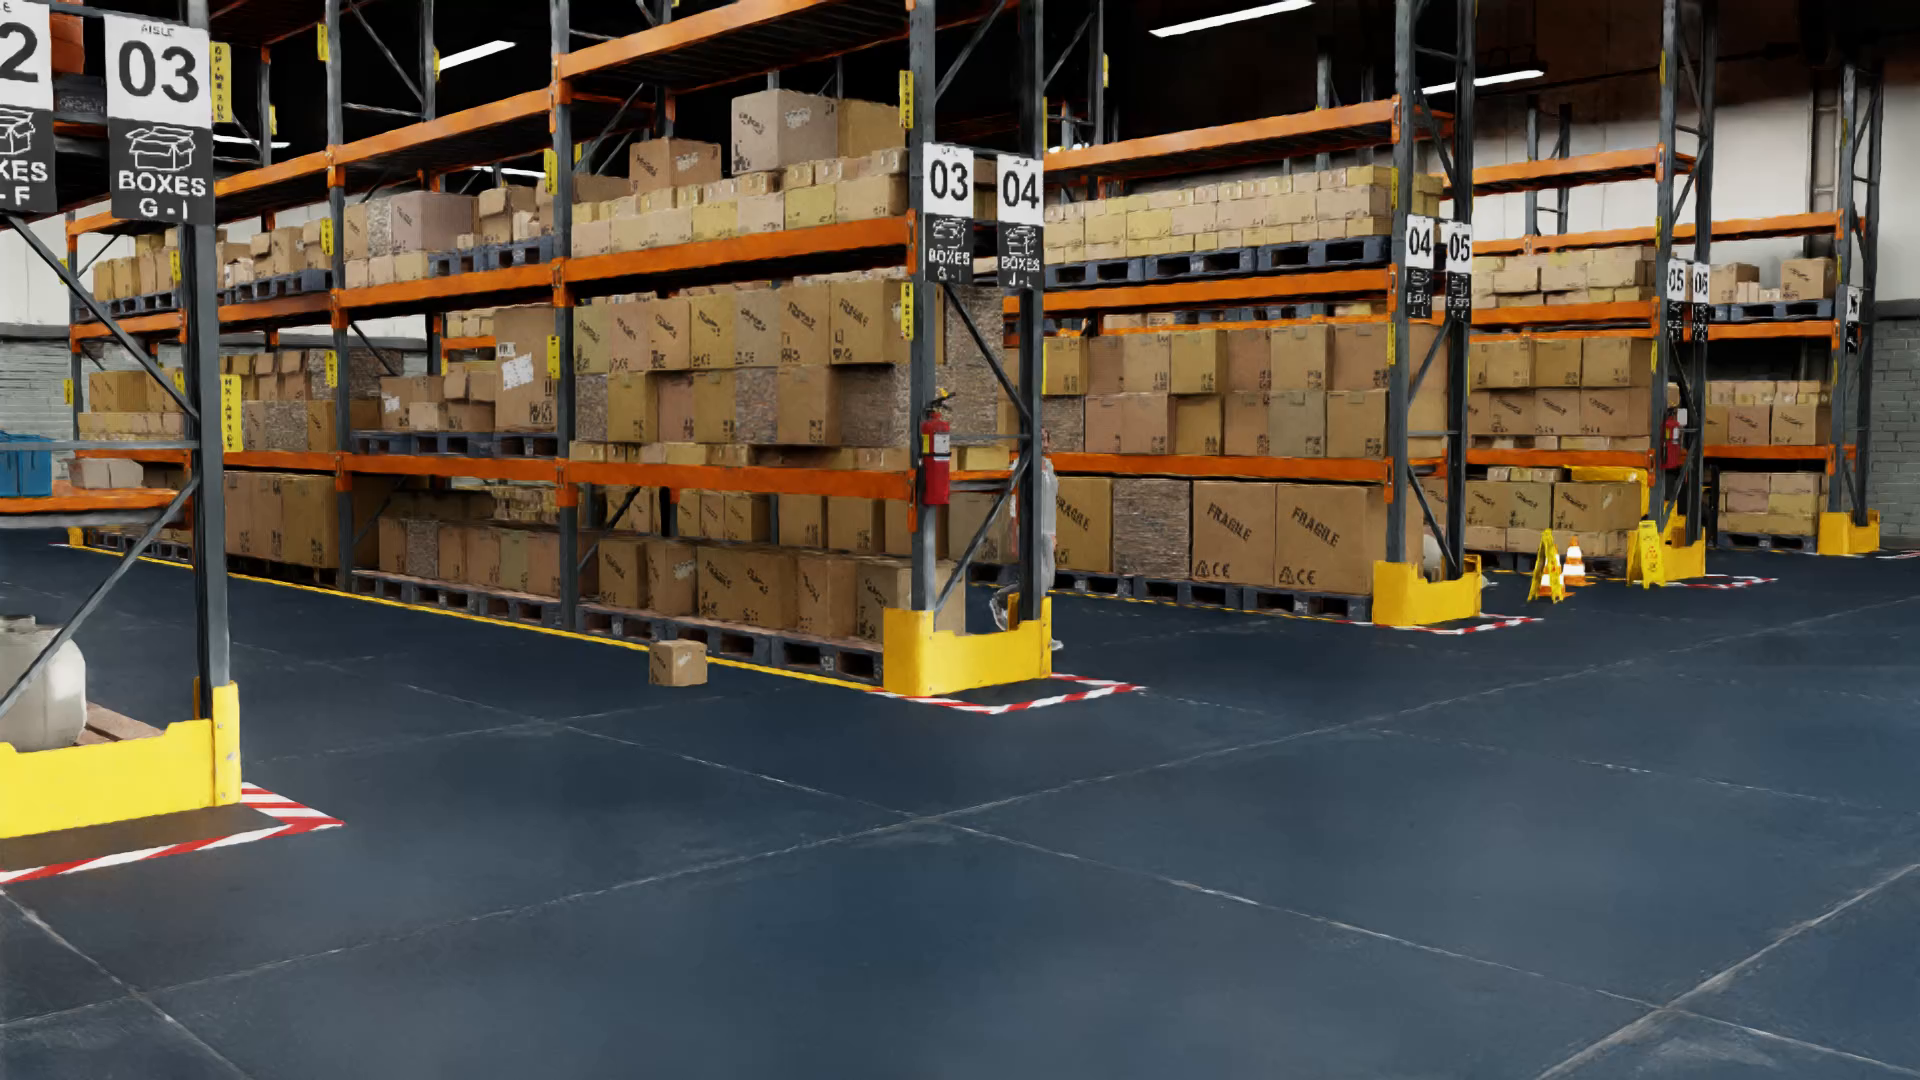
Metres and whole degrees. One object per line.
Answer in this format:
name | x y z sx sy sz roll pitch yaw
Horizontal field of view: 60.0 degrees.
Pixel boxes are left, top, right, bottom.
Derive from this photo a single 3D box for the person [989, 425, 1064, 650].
person | 0.479 -0.042 11.635 0.722 1.570 0.428 3 5 40
